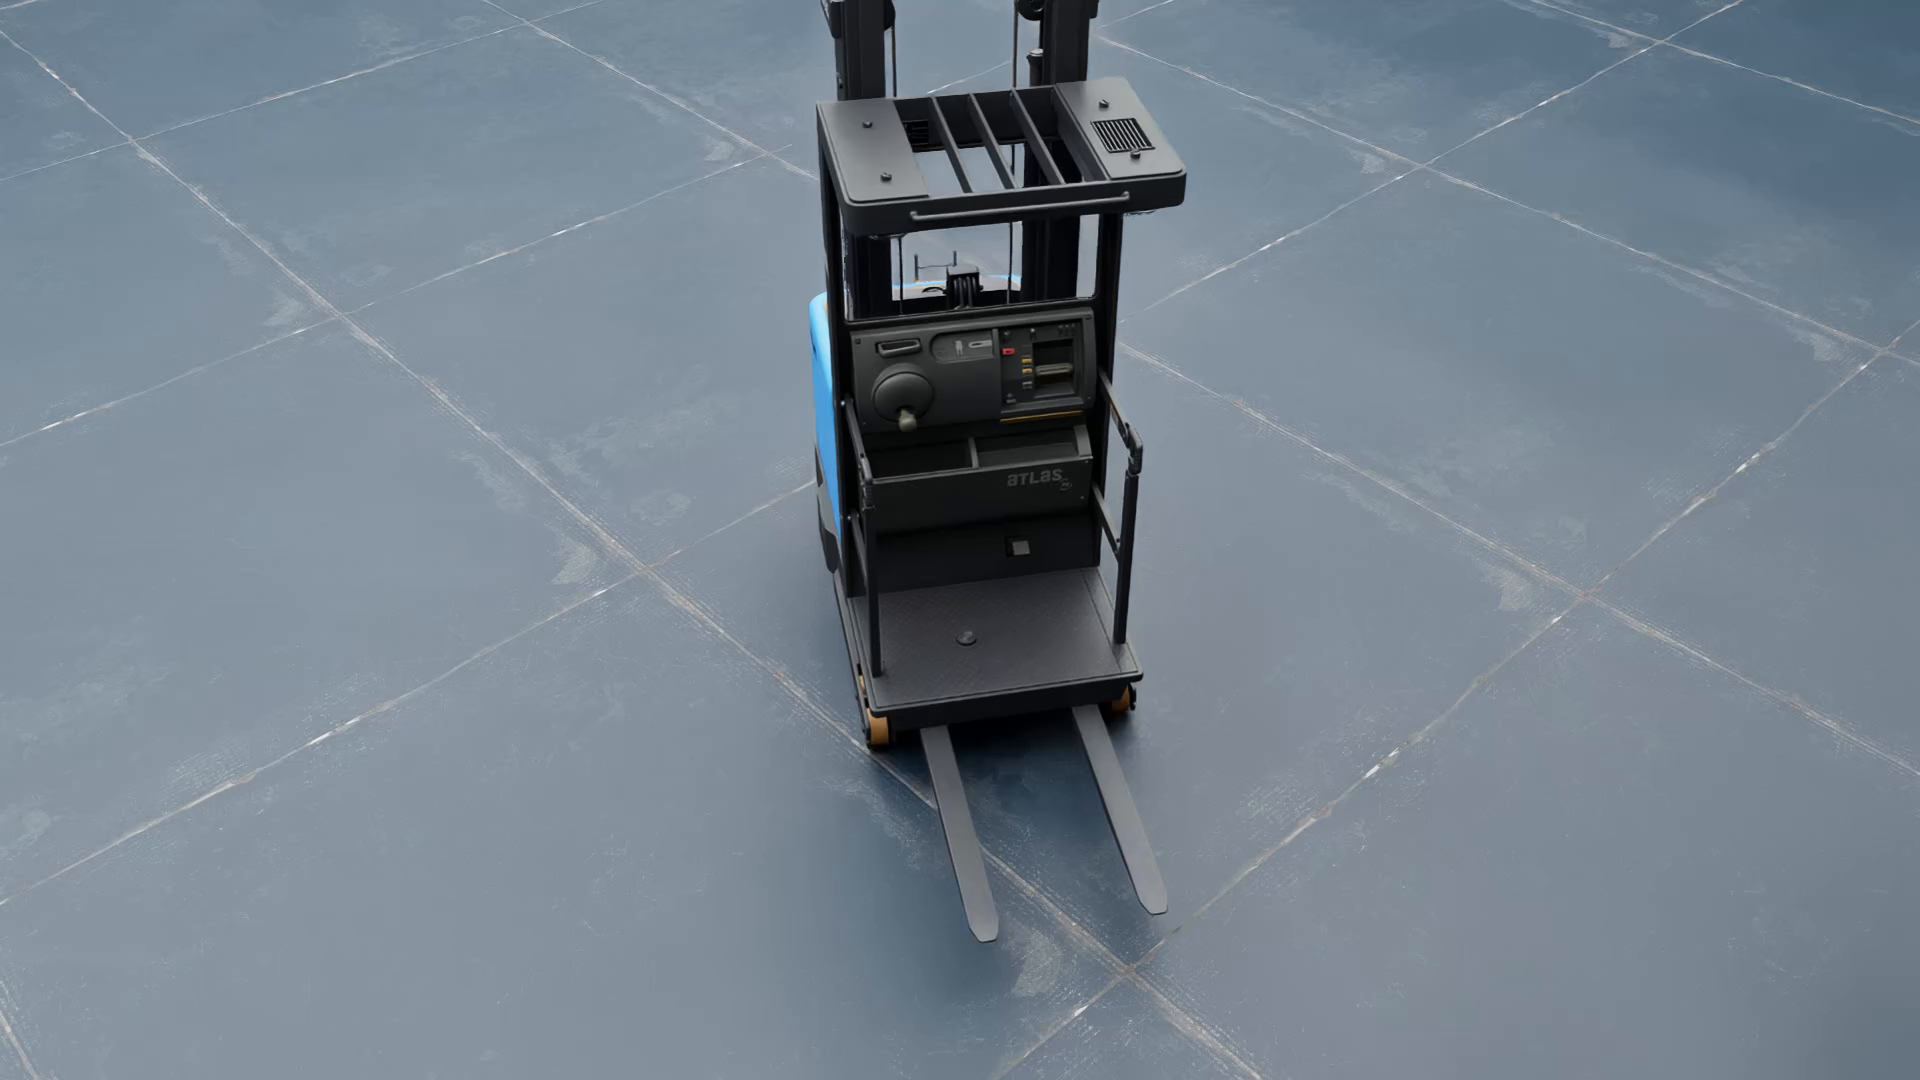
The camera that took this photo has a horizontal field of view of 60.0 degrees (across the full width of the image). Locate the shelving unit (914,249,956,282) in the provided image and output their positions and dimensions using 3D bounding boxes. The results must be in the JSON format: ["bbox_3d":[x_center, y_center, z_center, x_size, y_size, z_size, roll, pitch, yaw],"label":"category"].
[{"bbox_3d":[-0.093,-0.860,7.980,0.215,1.050,0.252,-7,39,-9],"label":"shelving unit"}]

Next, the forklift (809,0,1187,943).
[{"bbox_3d":[0.101,-0.563,6.114,1.130,2.935,3.031,-7,39,-9],"label":"forklift"}]

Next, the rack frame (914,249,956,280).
[{"bbox_3d":[-0.117,-0.936,8.073,0.200,1.050,0.008,-7,39,-9],"label":"rack frame"}]

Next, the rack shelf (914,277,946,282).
[{"bbox_3d":[-0.093,-1.073,7.808,0.215,0.259,0.240,-7,39,-9],"label":"rack shelf"}]

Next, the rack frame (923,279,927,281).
[{"bbox_3d":[-0.069,-0.785,7.887,0.200,1.050,0.008,-7,39,-9],"label":"rack frame"}]
